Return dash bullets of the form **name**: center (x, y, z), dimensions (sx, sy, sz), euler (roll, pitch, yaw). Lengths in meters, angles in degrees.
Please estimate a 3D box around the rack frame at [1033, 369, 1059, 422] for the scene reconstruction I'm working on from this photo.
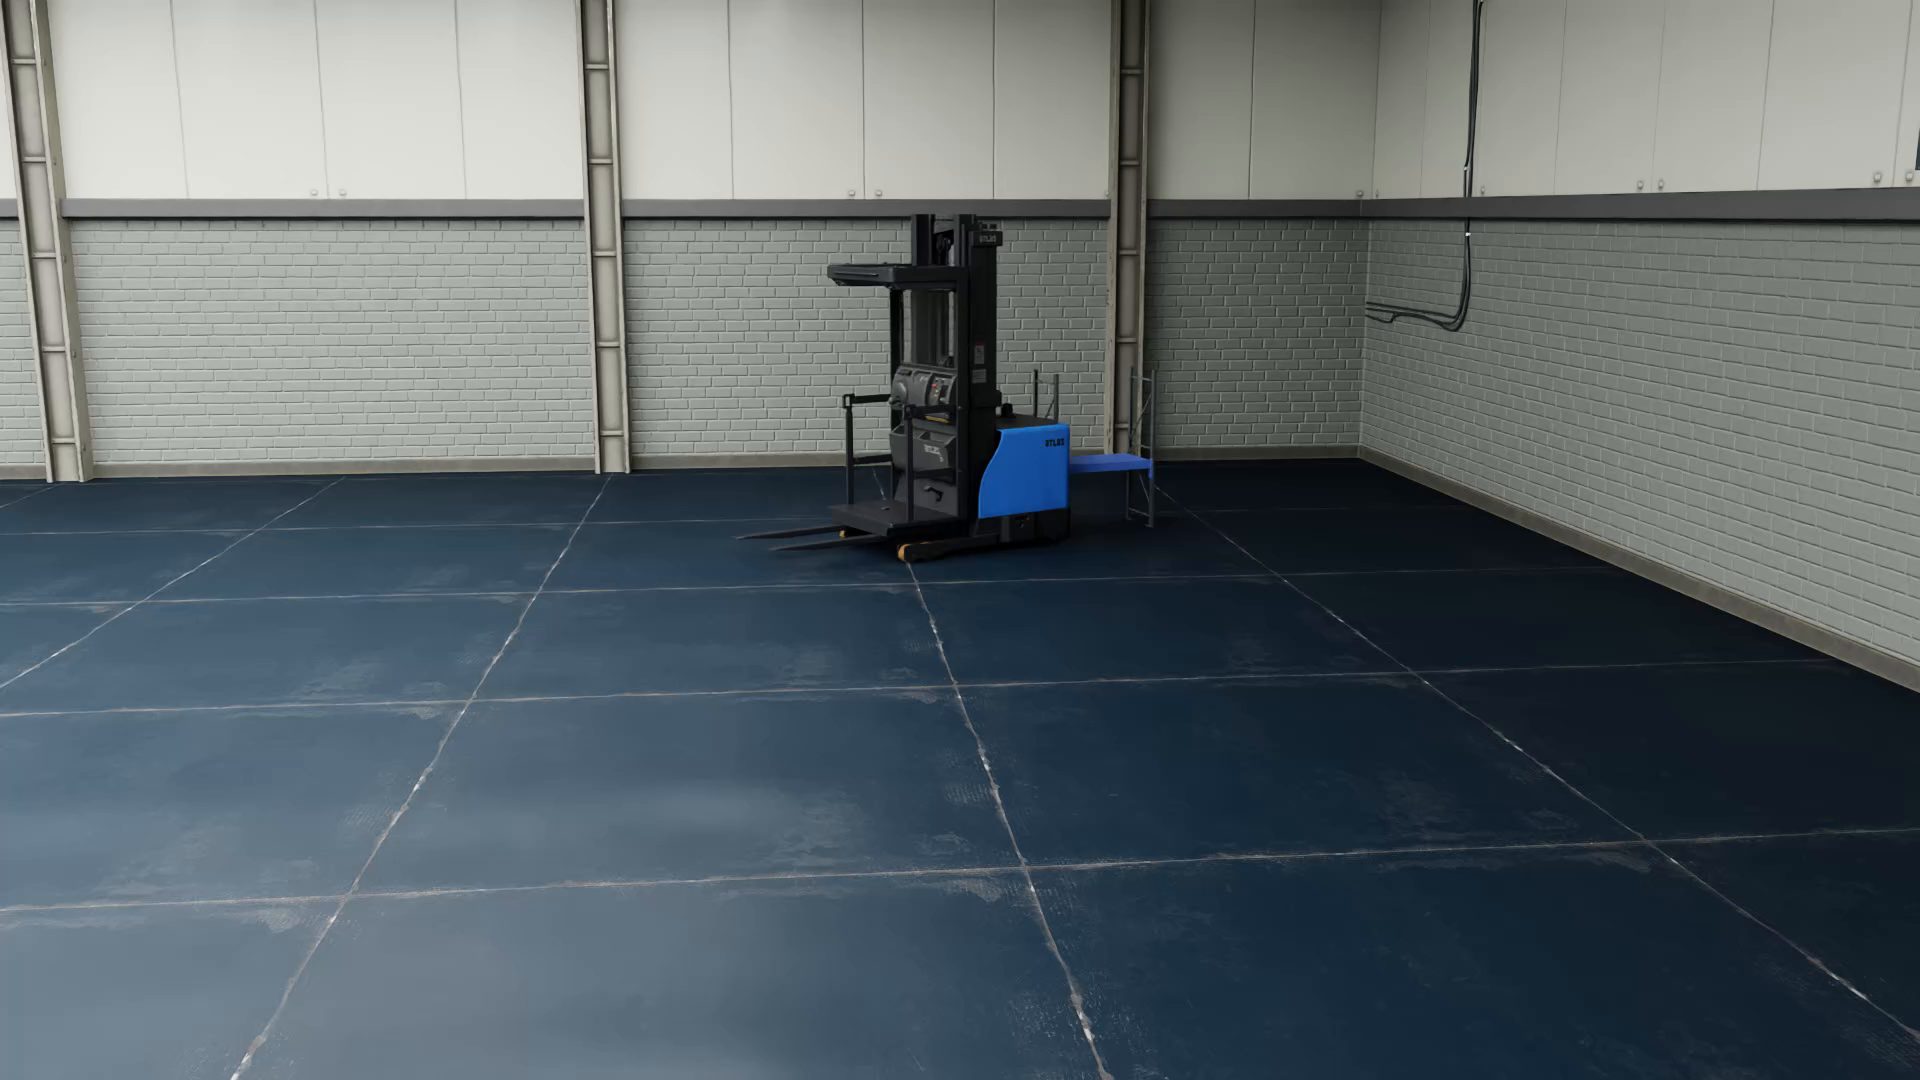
- **rack frame**: center (0.798, -0.829, 15.581), dimensions (0.032, 1.500, 0.500), euler (-4, 12, -22)

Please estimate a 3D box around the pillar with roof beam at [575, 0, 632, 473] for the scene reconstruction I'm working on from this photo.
- **pillar with roof beam**: center (-3.554, -4.389, 14.250), dimensions (0.400, 9.000, 9.100), euler (-1, 11, -6)

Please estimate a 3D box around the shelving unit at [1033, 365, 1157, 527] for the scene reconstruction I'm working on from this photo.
- **shelving unit**: center (1.269, -0.866, 15.769), dimensions (1.048, 1.500, 0.538), euler (-4, 12, -22)

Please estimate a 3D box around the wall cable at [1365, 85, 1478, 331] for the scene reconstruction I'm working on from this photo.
- **wall cable**: center (5.017, -3.624, 18.406), dimensions (0.112, 2.526, 3.097), euler (-1, 11, -6)

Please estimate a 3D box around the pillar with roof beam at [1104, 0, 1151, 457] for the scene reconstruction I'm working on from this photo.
- **pillar with roof beam**: center (2.411, -4.514, 14.885), dimensions (0.400, 9.000, 9.100), euler (-1, 11, -6)

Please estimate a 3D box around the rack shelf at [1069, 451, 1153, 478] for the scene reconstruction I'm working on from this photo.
- **rack shelf**: center (1.269, -0.690, 15.803), dimensions (1.000, 0.185, 0.538), euler (-4, 12, -22)

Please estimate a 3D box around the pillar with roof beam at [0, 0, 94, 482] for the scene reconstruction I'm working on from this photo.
- **pillar with roof beam**: center (-9.519, -4.264, 13.614), dimensions (0.400, 9.000, 9.100), euler (-1, 11, -6)

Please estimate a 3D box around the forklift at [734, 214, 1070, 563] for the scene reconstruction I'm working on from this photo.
- **forklift**: center (-0.493, -1.354, 14.540), dimensions (3.031, 2.935, 1.130), euler (-8, 13, -34)

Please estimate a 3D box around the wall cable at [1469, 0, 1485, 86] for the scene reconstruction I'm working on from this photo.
- **wall cable**: center (5.309, -5.583, 15.280), dimensions (0.112, 2.526, 3.097), euler (-1, 11, -6)

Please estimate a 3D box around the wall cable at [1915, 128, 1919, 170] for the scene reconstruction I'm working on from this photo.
- **wall cable**: center (6.027, -4.996, 8.517), dimensions (0.169, 6.003, 2.305), euler (-1, 11, -6)

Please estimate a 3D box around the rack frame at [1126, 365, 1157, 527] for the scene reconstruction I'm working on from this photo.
- **rack frame**: center (1.740, -0.903, 15.956), dimensions (0.032, 1.500, 0.500), euler (-4, 12, -22)
